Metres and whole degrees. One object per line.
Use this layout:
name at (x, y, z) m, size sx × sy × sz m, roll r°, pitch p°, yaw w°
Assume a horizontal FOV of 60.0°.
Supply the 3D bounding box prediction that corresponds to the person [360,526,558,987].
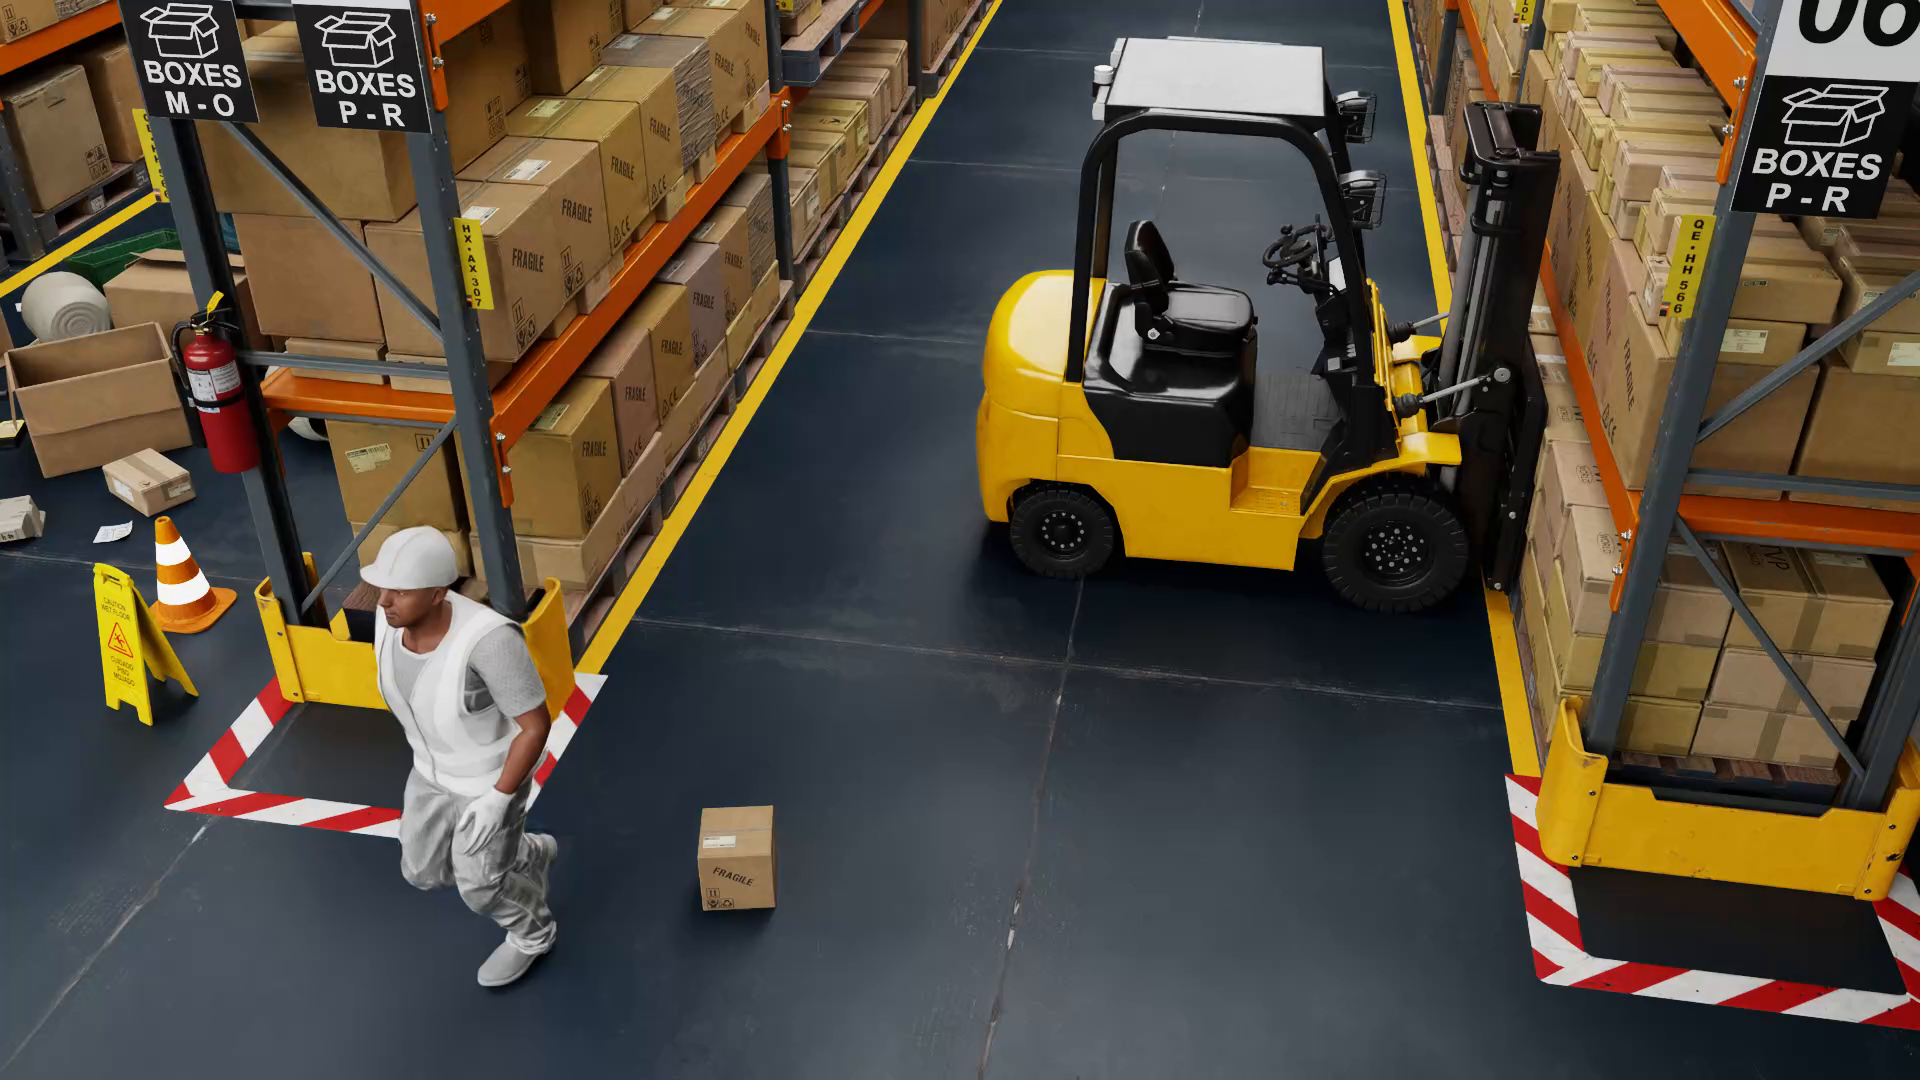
person at (-1.492, 0.664, 5.108) m, size 0.711 × 1.718 × 0.575 m, roll 20°, pitch 37°, yaw 29°
